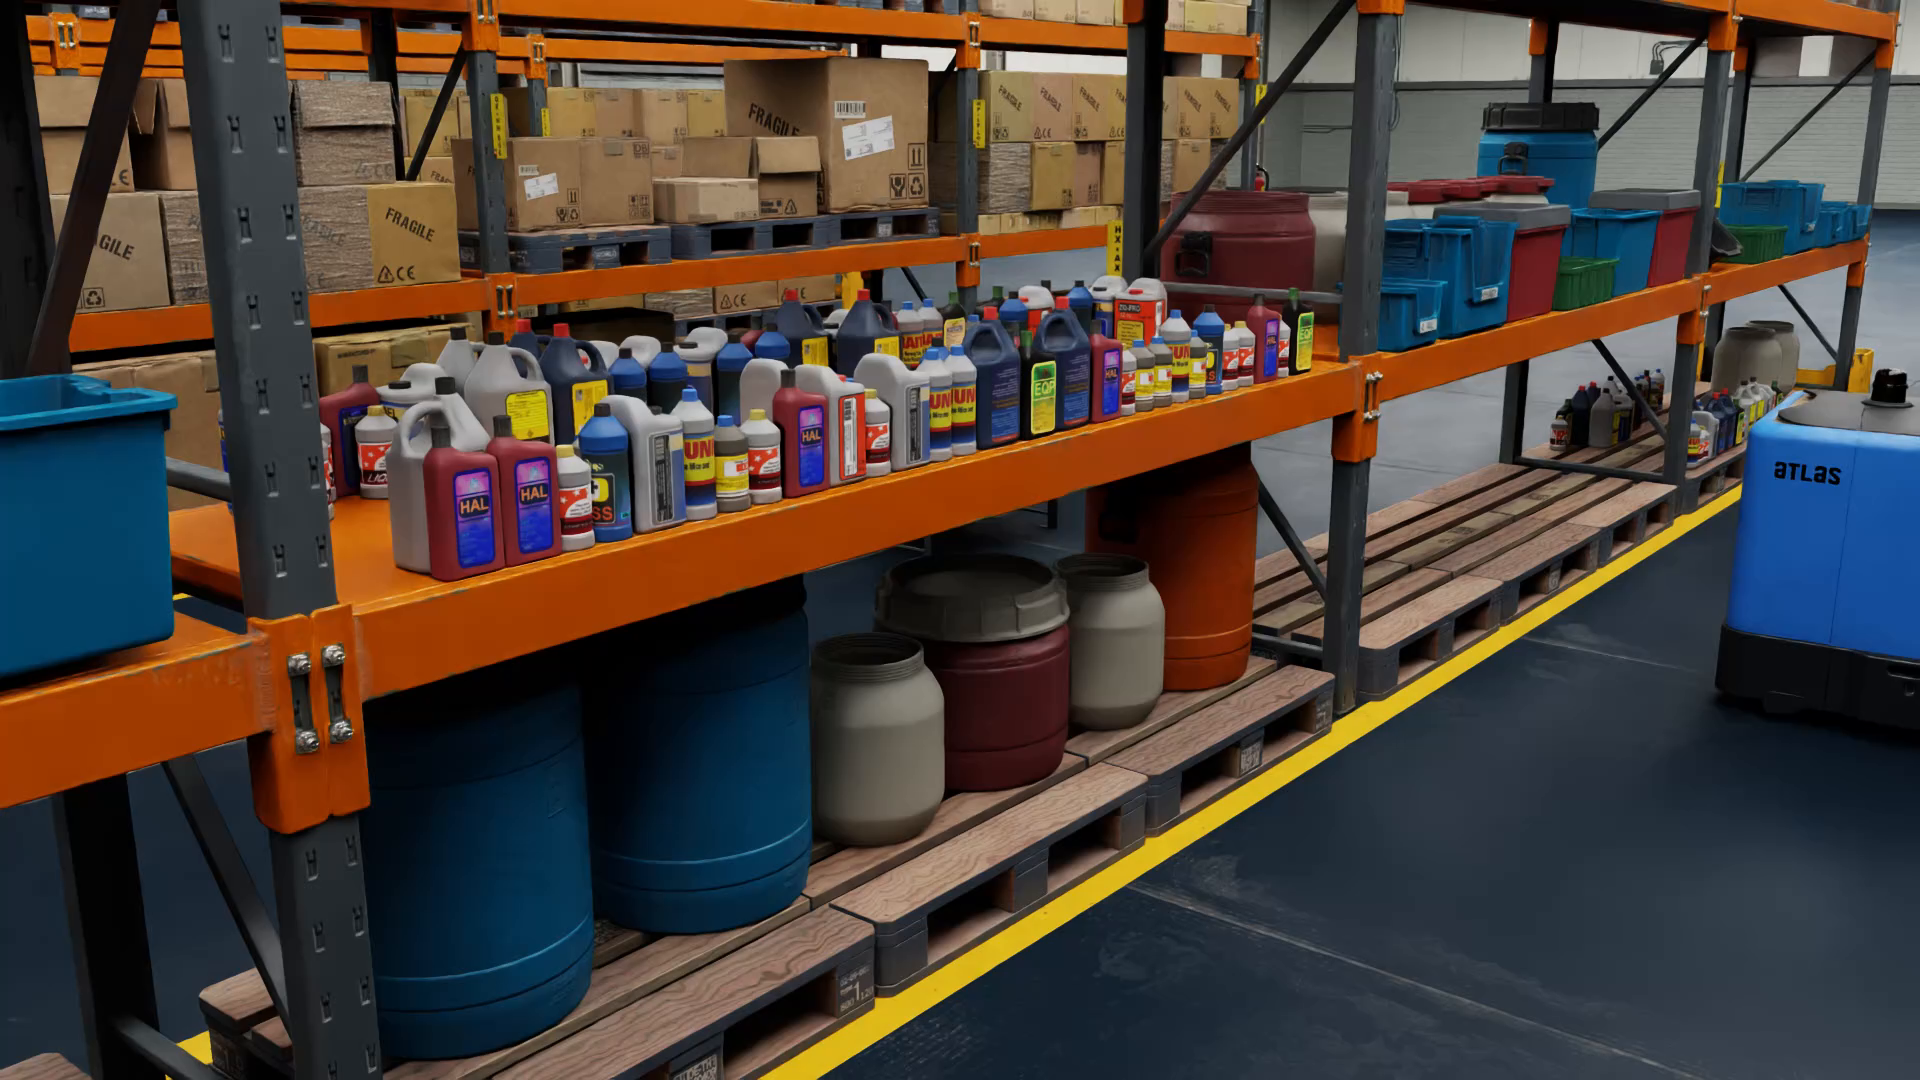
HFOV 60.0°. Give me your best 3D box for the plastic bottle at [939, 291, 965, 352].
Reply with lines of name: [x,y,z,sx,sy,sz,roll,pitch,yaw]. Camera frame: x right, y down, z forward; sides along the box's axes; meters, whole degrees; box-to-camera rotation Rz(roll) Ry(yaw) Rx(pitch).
plastic bottle: [-0.042,-0.652,5.335,0.061,0.283,0.133,11,18,38]

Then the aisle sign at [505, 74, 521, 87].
aisle sign: [-5.698,-6.045,21.047,0.394,0.787,0.004,11,18,38]

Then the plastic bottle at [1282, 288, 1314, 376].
plastic bottle: [1.114,-0.693,5.496,0.061,0.283,0.133,11,18,38]

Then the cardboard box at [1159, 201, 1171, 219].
cardboard box: [1.561,-2.793,14.034,0.380,0.149,0.250,11,18,38]

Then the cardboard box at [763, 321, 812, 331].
cardboard box: [-1.019,-1.225,11.535,0.700,0.500,0.500,11,18,37]

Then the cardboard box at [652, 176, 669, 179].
cardboard box: [-1.978,-2.159,10.450,0.396,0.266,0.258,11,18,36]

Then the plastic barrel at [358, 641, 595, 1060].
plastic barrel: [-1.122,0.585,3.637,0.600,0.901,0.708,11,18,38]

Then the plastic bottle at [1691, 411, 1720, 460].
plastic bottle: [4.274,-0.612,9.577,0.152,0.276,0.135,12,19,40]

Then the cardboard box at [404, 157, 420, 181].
cardboard box: [-4.851,-2.926,13.846,0.500,0.500,0.500,11,18,38]

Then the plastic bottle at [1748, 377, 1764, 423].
plastic bottle: [4.884,-0.832,10.292,0.144,0.351,0.185,12,19,40]

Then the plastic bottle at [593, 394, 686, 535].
plastic bottle: [-0.660,-0.167,3.439,0.152,0.276,0.135,11,18,38]

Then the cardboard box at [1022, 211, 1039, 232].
cardboard box: [0.370,-2.396,12.475,0.380,0.149,0.250,11,18,38]

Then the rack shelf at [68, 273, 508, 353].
rack shelf: [-4.073,-0.928,7.644,1.077,0.370,4.000,11,18,38]

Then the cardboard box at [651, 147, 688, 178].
cardboard box: [-3.114,-3.552,16.207,0.875,0.550,0.550,11,18,38]

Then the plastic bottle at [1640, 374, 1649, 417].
plastic bottle: [4.468,-0.951,10.924,0.097,0.271,0.097,0,14,0]

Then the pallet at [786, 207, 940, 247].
pallet: [-0.895,-2.209,11.615,1.003,0.211,1.213,11,18,38]

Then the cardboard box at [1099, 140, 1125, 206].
cardboard box: [0.953,-2.986,13.477,0.875,0.500,0.500,11,18,38]

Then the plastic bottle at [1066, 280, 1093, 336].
plastic bottle: [0.419,-0.780,5.862,0.097,0.271,0.097,0,14,0]

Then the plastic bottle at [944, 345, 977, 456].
plastic bottle: [-0.007,-0.353,4.181,0.097,0.271,0.097,0,14,0]

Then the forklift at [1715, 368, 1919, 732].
forklift: [4.309,-0.688,5.377,3.031,2.935,1.130,10,17,33]

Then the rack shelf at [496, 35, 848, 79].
rack shelf: [-2.839,-4.701,16.403,1.077,0.370,4.000,11,18,38]

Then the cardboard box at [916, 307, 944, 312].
cardboard box: [-0.019,-1.488,12.612,0.500,0.500,0.500,11,18,36]

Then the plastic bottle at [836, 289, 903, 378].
plastic bottle: [-0.259,-0.543,4.768,0.144,0.351,0.185,11,18,38]

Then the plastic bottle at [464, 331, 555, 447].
plastic bottle: [-1.042,-0.308,3.841,0.144,0.351,0.185,11,18,38]

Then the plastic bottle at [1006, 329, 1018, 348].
plastic bottle: [0.149,-0.423,4.431,0.061,0.283,0.133,11,18,38]

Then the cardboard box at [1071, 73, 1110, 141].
cardboard box: [0.807,-3.341,12.846,0.500,0.500,0.500,11,18,38]

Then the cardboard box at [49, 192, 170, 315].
cardboard box: [-3.895,-1.283,7.379,0.500,0.500,0.500,12,18,39]

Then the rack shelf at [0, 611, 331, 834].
rack shelf: [-2.734,0.605,1.612,1.077,0.370,4.000,11,18,38]

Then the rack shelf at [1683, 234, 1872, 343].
rack shelf: [4.808,-1.693,10.658,1.077,0.370,4.000,11,18,38]

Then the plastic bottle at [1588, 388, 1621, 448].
plastic bottle: [3.844,-0.734,9.907,0.144,0.351,0.185,11,18,38]

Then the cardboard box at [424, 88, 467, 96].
cardboard box: [-6.211,-5.061,19.617,0.700,0.500,0.500,11,18,37]

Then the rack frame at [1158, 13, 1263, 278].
rack frame: [2.213,-3.192,15.094,1.000,3.000,0.127,11,18,38]

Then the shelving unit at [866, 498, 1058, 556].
shelving unit: [-0.004,-0.544,8.479,0.538,1.125,1.048,11,18,38]

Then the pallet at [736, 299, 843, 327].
pallet: [-2.024,-2.462,17.885,1.003,0.211,1.213,11,18,38]

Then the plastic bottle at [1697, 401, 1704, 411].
plastic bottle: [4.378,-0.687,9.882,0.097,0.271,0.097,0,14,0]

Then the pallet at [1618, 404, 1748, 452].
pallet: [4.772,-0.664,10.810,1.003,0.211,1.213,11,18,38]

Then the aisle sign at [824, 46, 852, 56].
aisle sign: [-1.304,-5.206,17.743,0.394,0.787,0.004,11,18,38]

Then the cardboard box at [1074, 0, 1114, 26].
cardboard box: [0.830,-4.049,12.681,0.500,0.250,0.500,10,18,35]

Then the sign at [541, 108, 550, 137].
sign: [-3.668,-3.653,14.720,0.100,0.325,0.005,11,18,38]

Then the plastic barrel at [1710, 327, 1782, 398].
plastic barrel: [5.396,-1.189,11.411,0.421,0.512,0.421,0,14,0]

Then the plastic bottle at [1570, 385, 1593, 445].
plastic bottle: [3.731,-0.756,9.995,0.144,0.351,0.185,11,18,36]

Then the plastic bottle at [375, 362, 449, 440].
plastic bottle: [-1.251,-0.262,3.816,0.152,0.276,0.135,11,18,38]

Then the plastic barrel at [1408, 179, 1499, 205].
plastic barrel: [2.318,-1.435,7.904,0.433,0.535,0.433,0,14,0]

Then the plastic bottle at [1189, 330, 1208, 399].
plastic bottle: [0.699,-0.534,5.036,0.097,0.201,0.097,0,14,0]

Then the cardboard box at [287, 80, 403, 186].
cardboard box: [-3.288,-2.057,8.386,0.797,0.503,0.637,12,19,39]

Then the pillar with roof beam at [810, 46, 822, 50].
pillar with roof beam: [0.393,-10.038,29.861,9.100,9.000,0.400,11,18,38]

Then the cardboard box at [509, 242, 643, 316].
cardboard box: [-3.646,-2.496,15.818,0.875,0.875,0.875,12,18,38]

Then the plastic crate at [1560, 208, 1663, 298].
plastic crate: [3.100,-1.392,8.043,0.392,0.384,0.575,11,18,38]

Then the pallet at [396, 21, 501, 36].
pallet: [-4.634,-4.390,14.110,0.805,0.209,1.217,10,18,35]

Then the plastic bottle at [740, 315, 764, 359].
plastic bottle: [-0.594,-0.484,4.673,0.061,0.283,0.133,11,18,38]

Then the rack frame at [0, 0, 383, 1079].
rack frame: [-1.480,-0.128,3.033,0.949,2.616,0.053,11,18,38]

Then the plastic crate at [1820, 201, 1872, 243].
plastic crate: [5.983,-2.211,11.536,0.499,0.251,0.616,11,18,38]
